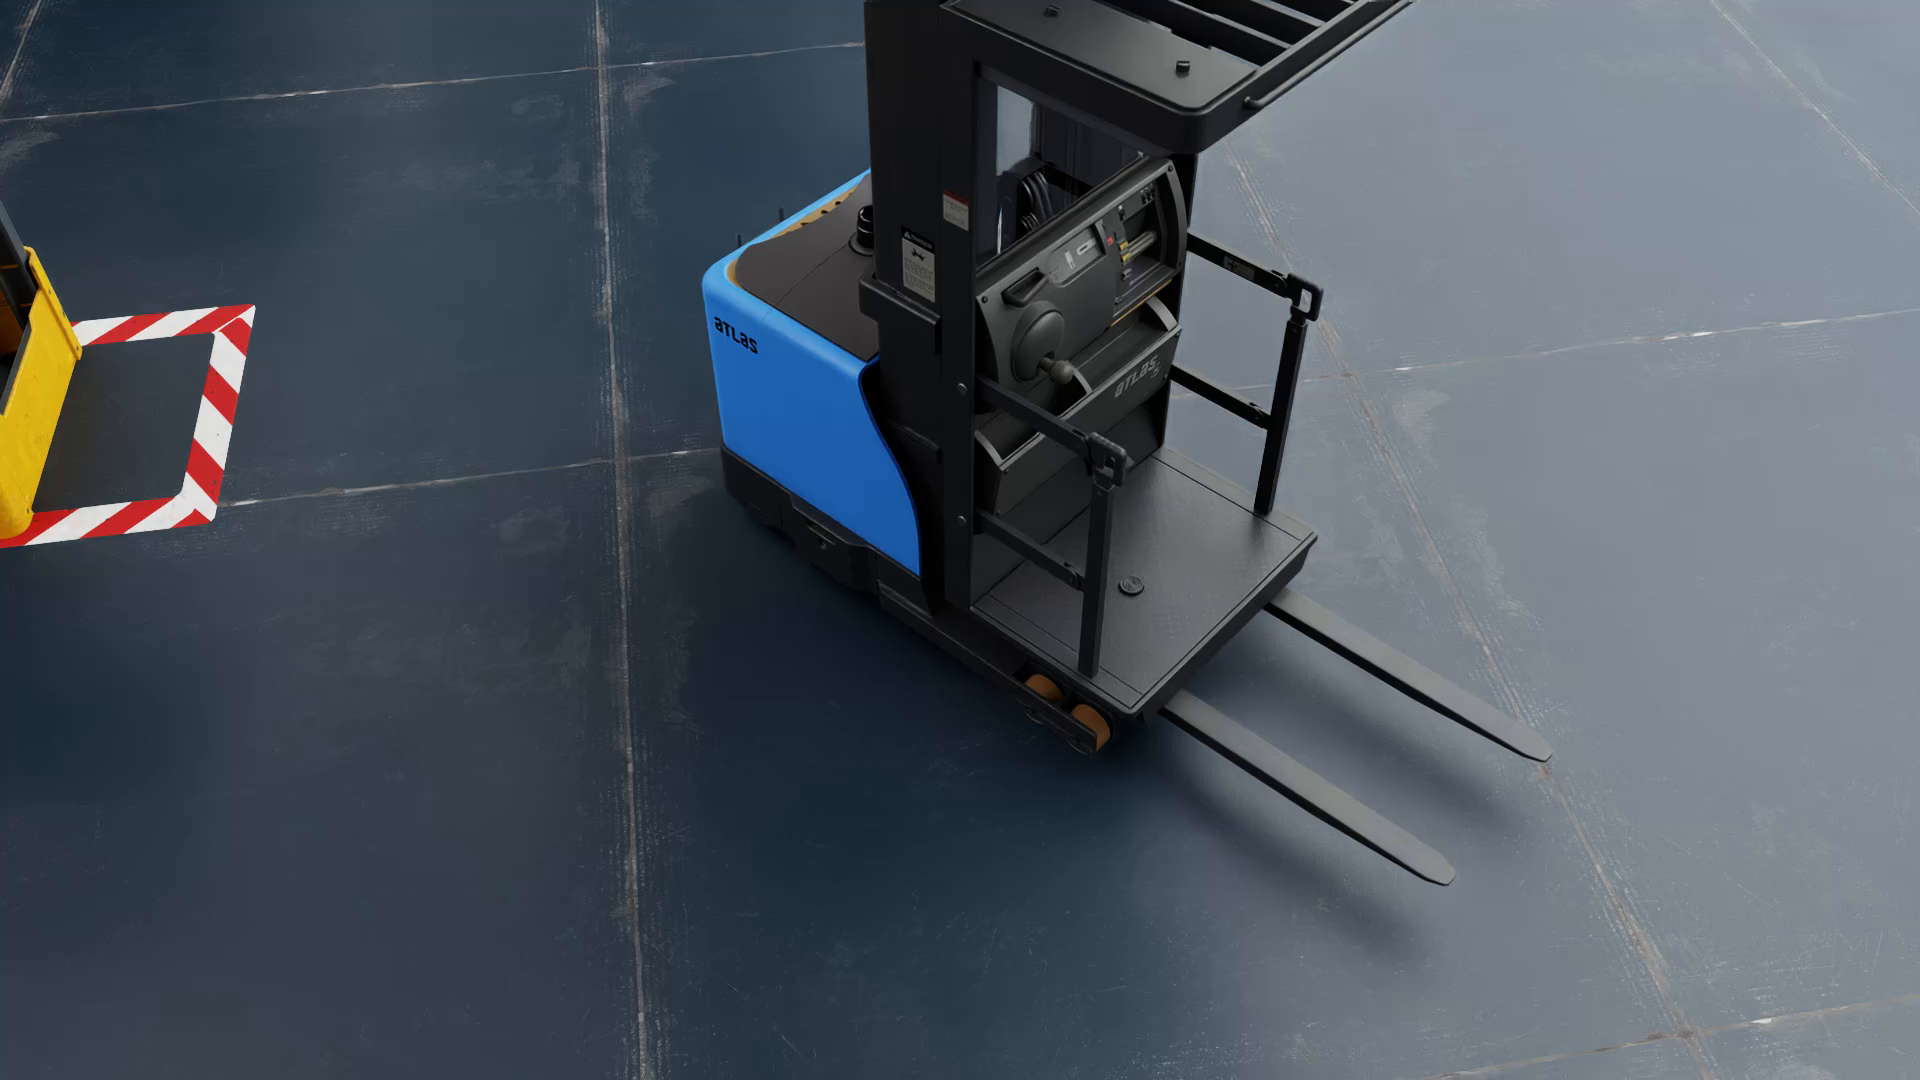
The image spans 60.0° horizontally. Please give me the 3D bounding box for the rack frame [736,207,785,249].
[{"bbox_3d":[-0.738,-0.865,6.459,0.006,0.900,0.240,33,54,27],"label":"rack frame"}]

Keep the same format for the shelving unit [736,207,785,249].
[{"bbox_3d":[-0.662,-0.817,6.412,0.210,0.900,0.258,33,54,27],"label":"shelving unit"}]

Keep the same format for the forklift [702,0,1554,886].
[{"bbox_3d":[0.540,-0.735,4.923,3.031,2.935,1.130,33,54,27],"label":"forklift"}]

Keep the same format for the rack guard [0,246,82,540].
[{"bbox_3d":[-3.786,-0.580,6.462,0.348,0.500,1.175,-7,46,-7],"label":"rack guard"}]

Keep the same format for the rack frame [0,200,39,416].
[{"bbox_3d":[-3.719,-1.490,5.603,0.127,3.000,1.000,-7,46,-7],"label":"rack frame"}]
